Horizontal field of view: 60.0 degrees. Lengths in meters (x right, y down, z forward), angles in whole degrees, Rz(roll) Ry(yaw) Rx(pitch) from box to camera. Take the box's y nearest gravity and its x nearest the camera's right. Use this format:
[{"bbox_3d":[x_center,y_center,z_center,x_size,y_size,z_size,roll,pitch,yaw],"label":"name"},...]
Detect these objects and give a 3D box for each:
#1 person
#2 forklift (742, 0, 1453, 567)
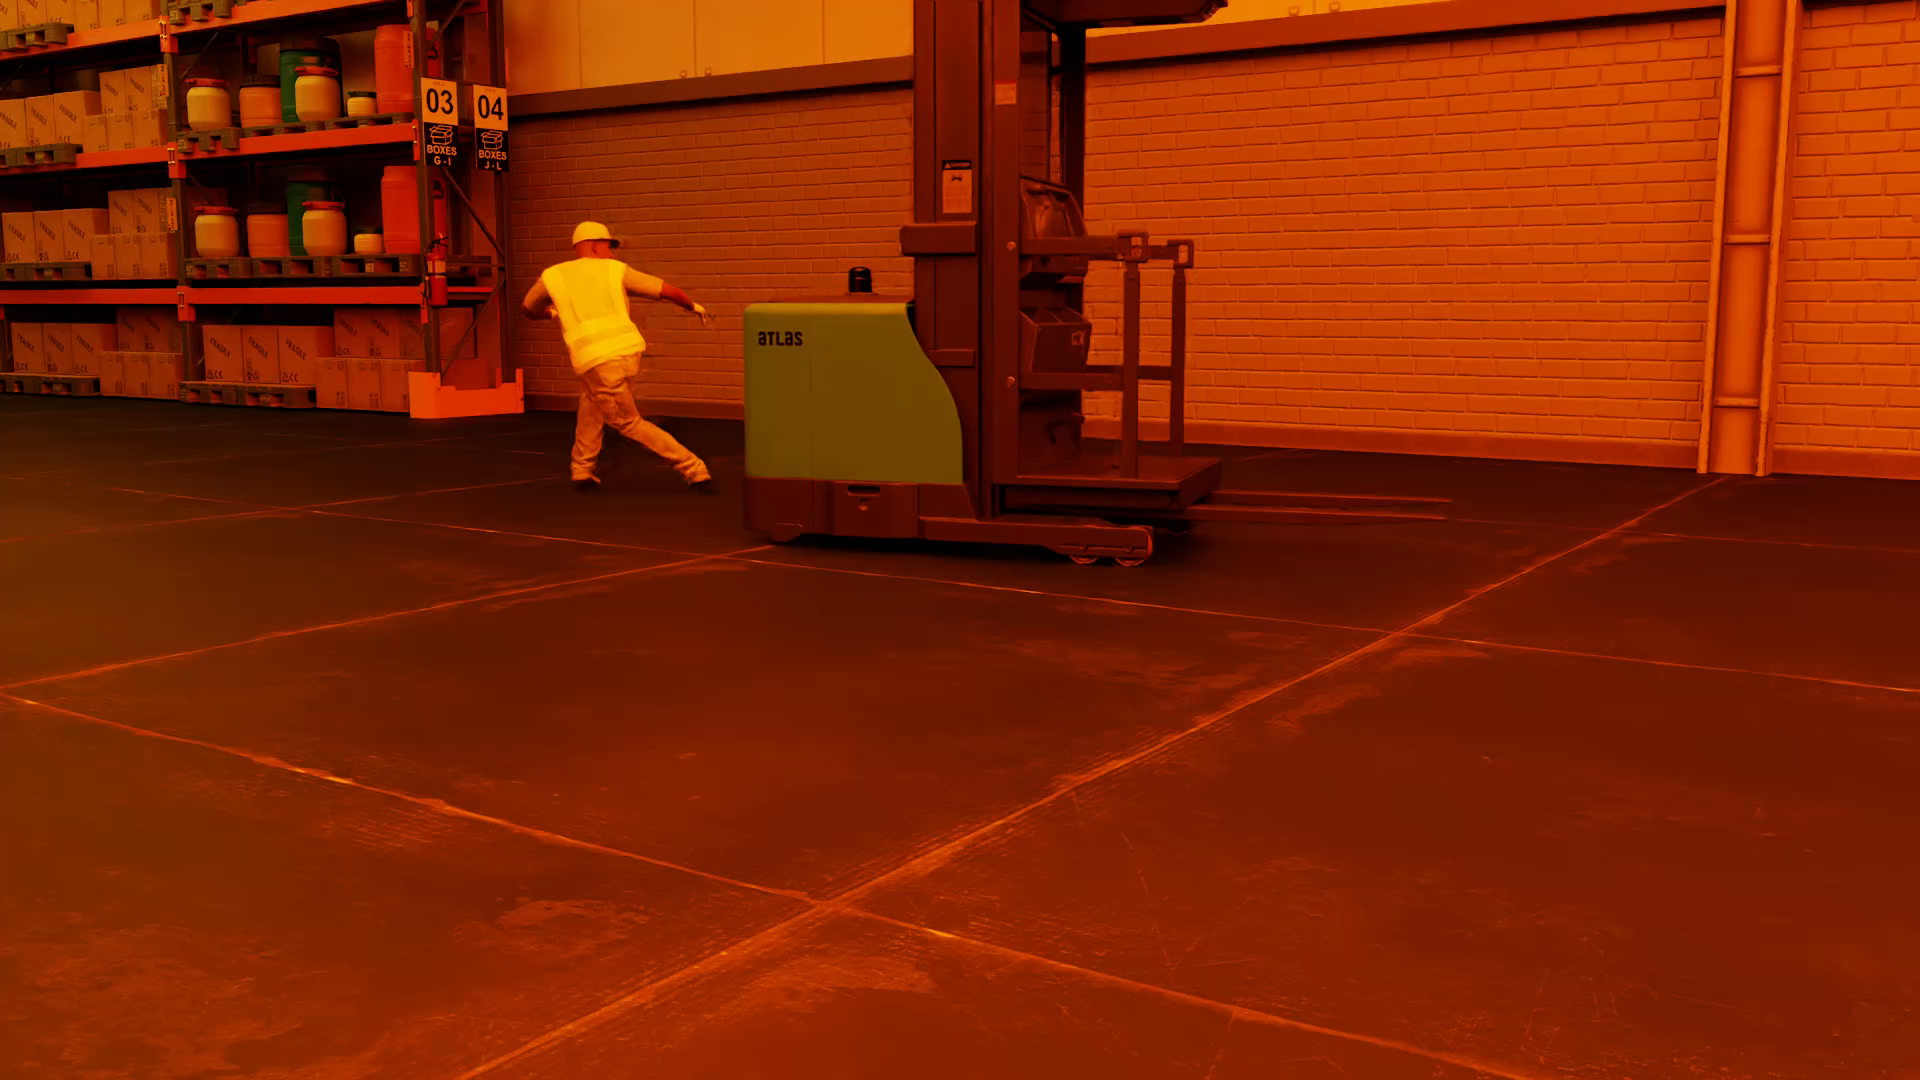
[{"bbox_3d":[-1.955,-1.046,9.568,1.005,1.540,1.049,-5,9,-31],"label":"person"},{"bbox_3d":[0.600,-1.426,7.219,3.031,2.935,1.130,3,9,18],"label":"forklift"}]
